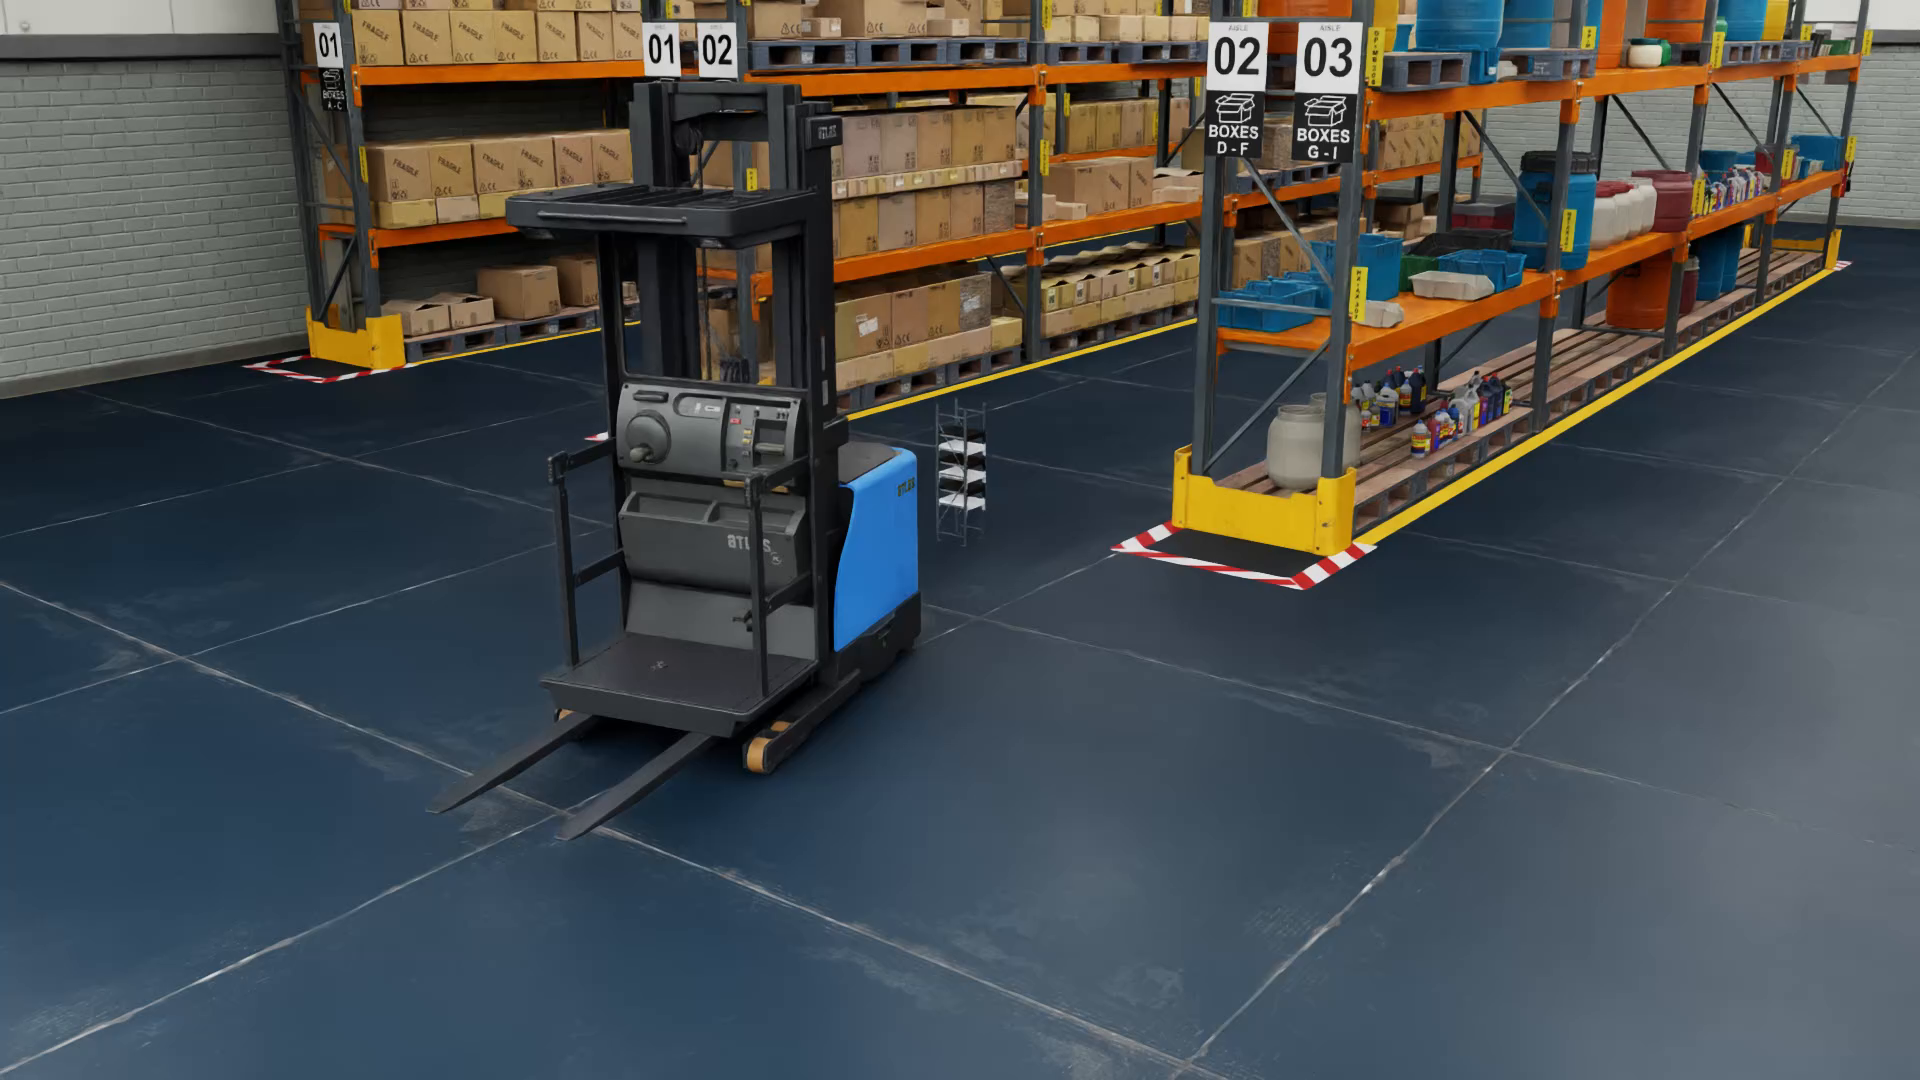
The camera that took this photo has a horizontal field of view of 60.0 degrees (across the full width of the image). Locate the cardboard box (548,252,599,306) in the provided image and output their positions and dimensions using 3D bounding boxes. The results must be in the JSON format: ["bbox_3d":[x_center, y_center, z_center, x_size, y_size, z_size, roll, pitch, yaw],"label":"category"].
[{"bbox_3d":[-4.211,-2.907,18.520,0.500,0.500,0.500,11,20,31],"label":"cardboard box"}]

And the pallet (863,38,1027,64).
[{"bbox_3d":[-0.132,-4.453,15.117,1.003,0.211,1.213,12,21,35],"label":"pallet"}]

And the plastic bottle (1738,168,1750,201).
[{"bbox_3d":[8.703,-3.955,18.506,0.144,0.351,0.185,12,21,35],"label":"plastic bottle"}]

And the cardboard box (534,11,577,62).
[{"bbox_3d":[-4.339,-5.214,17.216,0.500,0.500,0.500,11,21,33],"label":"cardboard box"}]

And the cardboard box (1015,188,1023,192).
[{"bbox_3d":[0.732,-3.448,17.017,0.396,0.266,0.258,12,21,33],"label":"cardboard box"}]

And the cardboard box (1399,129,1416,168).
[{"bbox_3d":[5.947,-5.420,22.969,0.500,0.500,0.500,13,21,36],"label":"cardboard box"}]

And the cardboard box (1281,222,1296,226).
[{"bbox_3d":[4.025,-3.873,21.632,0.500,0.500,0.500,13,21,35],"label":"cardboard box"}]

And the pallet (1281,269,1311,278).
[{"bbox_3d":[3.941,-3.352,21.182,1.003,0.211,1.213,12,21,35],"label":"pallet"}]

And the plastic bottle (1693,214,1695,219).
[{"bbox_3d":[7.381,-3.344,16.790,0.097,0.201,0.097,0,17,0],"label":"plastic bottle"}]

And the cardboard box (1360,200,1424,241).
[{"bbox_3d":[6.237,-4.642,24.102,0.797,0.503,0.637,12,21,35],"label":"cardboard box"}]

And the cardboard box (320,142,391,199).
[{"bbox_3d":[-5.898,-3.638,16.356,0.500,0.500,0.500,12,21,34],"label":"cardboard box"}]

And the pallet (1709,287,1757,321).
[{"bbox_3d":[8.605,-2.792,19.378,1.003,0.211,1.213,12,21,35],"label":"pallet"}]

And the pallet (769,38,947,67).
[{"bbox_3d":[-0.859,-4.164,14.185,1.003,0.211,1.213,12,21,35],"label":"pallet"}]

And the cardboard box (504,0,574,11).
[{"bbox_3d":[-4.327,-5.686,17.051,0.500,0.500,0.500,12,21,33],"label":"cardboard box"}]

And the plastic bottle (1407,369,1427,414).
[{"bbox_3d":[3.633,-1.195,13.259,0.144,0.351,0.185,12,21,35],"label":"plastic bottle"}]

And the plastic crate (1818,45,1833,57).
[{"bbox_3d":[10.449,-6.023,20.468,0.437,0.136,0.530,12,21,35],"label":"plastic crate"}]

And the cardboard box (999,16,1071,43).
[{"bbox_3d":[0.730,-4.977,16.200,0.500,0.250,0.500,15,23,40],"label":"cardboard box"}]

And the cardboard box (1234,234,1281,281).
[{"bbox_3d":[3.547,-3.423,20.182,0.500,0.500,0.500,12,21,33],"label":"cardboard box"}]

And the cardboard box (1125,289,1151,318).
[{"bbox_3d":[1.711,-2.577,17.911,0.500,0.250,0.500,13,21,36],"label":"cardboard box"}]

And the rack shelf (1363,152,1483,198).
[{"bbox_3d":[6.314,-5.309,23.994,1.077,0.370,4.000,12,21,35],"label":"rack shelf"}]

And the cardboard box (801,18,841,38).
[{"bbox_3d":[-1.185,-4.147,13.461,0.380,0.149,0.250,12,21,35],"label":"cardboard box"}]

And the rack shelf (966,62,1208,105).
[{"bbox_3d":[1.547,-4.836,17.414,1.077,0.370,4.000,12,21,35],"label":"rack shelf"}]

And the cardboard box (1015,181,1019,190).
[{"bbox_3d":[0.331,-4.834,24.170,0.750,0.750,0.750,13,22,36],"label":"cardboard box"}]

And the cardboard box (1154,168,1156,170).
[{"bbox_3d":[3.102,-6.200,28.066,0.380,0.149,0.250,13,21,35],"label":"cardboard box"}]

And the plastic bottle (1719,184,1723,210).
[{"bbox_3d":[8.011,-3.629,17.590,0.097,0.271,0.097,0,17,0],"label":"plastic bottle"}]

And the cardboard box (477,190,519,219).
[{"bbox_3d":[-4.856,-3.437,16.972,0.500,0.250,0.500,12,21,34],"label":"cardboard box"}]

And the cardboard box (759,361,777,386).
[{"bbox_3d":[-1.530,-1.294,13.780,0.500,0.250,0.500,12,21,35],"label":"cardboard box"}]

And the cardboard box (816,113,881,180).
[{"bbox_3d":[-1.099,-3.353,14.128,0.700,0.500,0.500,13,21,35],"label":"cardboard box"}]

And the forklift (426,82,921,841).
[{"bbox_3d":[-1.232,-0.499,7.408,1.130,2.935,3.031,7,19,21],"label":"forklift"}]

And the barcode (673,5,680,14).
[{"bbox_3d":[-2.235,-4.185,13.125,0.001,0.075,0.075,12,21,35],"label":"barcode"}]

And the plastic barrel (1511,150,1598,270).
[{"bbox_3d":[4.805,-2.672,13.446,0.600,0.901,0.708,12,21,35],"label":"plastic barrel"}]

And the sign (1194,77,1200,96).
[{"bbox_3d":[3.952,-7.570,27.711,0.100,0.325,0.005,12,21,35],"label":"sign"}]

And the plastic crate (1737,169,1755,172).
[{"bbox_3d":[9.549,-4.511,20.575,0.437,0.125,0.590,12,21,35],"label":"plastic crate"}]

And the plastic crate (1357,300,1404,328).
[{"bbox_3d":[2.740,-1.472,10.871,0.298,0.136,0.250,12,21,35],"label":"plastic crate"}]

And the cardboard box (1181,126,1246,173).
[{"bbox_3d":[3.023,-4.642,19.756,0.700,0.500,0.500,5,18,16],"label":"cardboard box"}]

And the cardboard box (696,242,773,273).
[{"bbox_3d":[-1.739,-2.475,13.486,0.700,0.500,0.500,12,21,35],"label":"cardboard box"}]

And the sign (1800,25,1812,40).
[{"bbox_3d":[9.539,-5.639,18.772,0.100,0.325,0.005,12,21,35],"label":"sign"}]

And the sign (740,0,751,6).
[{"bbox_3d":[-1.586,-4.106,12.243,0.100,0.325,0.005,12,21,35],"label":"sign"}]

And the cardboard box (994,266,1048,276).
[{"bbox_3d":[0.671,-2.698,17.357,0.500,0.311,0.500,13,22,36],"label":"cardboard box"}]

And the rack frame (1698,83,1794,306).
[{"bbox_3d":[9.098,-4.300,19.532,1.000,3.000,0.127,12,21,35],"label":"rack frame"}]

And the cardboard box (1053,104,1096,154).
[{"bbox_3d":[1.478,-6.320,25.532,0.980,0.700,0.700,13,21,36],"label":"cardboard box"}]

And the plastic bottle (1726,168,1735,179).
[{"bbox_3d":[8.587,-3.981,18.589,0.144,0.351,0.185,12,21,35],"label":"plastic bottle"}]

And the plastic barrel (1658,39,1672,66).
[{"bbox_3d":[6.609,-4.638,15.824,0.294,0.245,0.294,0,17,0],"label":"plastic barrel"}]

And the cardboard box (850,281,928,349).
[{"bbox_3d":[-0.634,-2.009,14.818,0.500,0.500,0.500,12,21,35],"label":"cardboard box"}]

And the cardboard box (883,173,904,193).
[{"bbox_3d":[-0.705,-3.097,14.396,0.380,0.149,0.250,13,21,35],"label":"cardboard box"}]

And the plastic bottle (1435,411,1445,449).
[{"bbox_3d":[3.483,-0.807,12.144,0.097,0.271,0.097,0,17,0],"label":"plastic bottle"}]

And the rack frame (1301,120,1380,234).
[{"bbox_3d":[5.122,-5.176,22.354,1.000,3.000,0.127,12,21,35],"label":"rack frame"}]

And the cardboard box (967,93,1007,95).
[{"bbox_3d":[0.352,-6.419,24.387,0.500,0.250,0.500,13,21,35],"label":"cardboard box"}]

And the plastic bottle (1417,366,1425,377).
[{"bbox_3d":[3.789,-1.303,13.741,0.097,0.271,0.097,0,17,0],"label":"plastic bottle"}]

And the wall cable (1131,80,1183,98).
[{"bbox_3d":[3.528,-7.960,29.607,0.084,1.984,1.851,12,21,35],"label":"wall cable"}]

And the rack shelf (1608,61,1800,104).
[{"bbox_3d":[7.906,-4.912,17.660,1.077,0.370,4.000,12,21,35],"label":"rack shelf"}]

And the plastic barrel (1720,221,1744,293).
[{"bbox_3d":[8.760,-3.372,19.373,0.600,0.901,0.708,12,21,35],"label":"plastic barrel"}]

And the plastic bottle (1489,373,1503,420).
[{"bbox_3d":[4.179,-1.135,13.066,0.144,0.351,0.185,12,21,33],"label":"plastic bottle"}]

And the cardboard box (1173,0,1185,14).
[{"bbox_3d":[3.308,-8.748,26.910,0.500,0.500,0.500,12,21,35],"label":"cardboard box"}]

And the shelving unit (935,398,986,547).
[{"bbox_3d":[0.005,-0.432,10.617,0.258,0.900,0.210,12,21,35],"label":"shelving unit"}]
